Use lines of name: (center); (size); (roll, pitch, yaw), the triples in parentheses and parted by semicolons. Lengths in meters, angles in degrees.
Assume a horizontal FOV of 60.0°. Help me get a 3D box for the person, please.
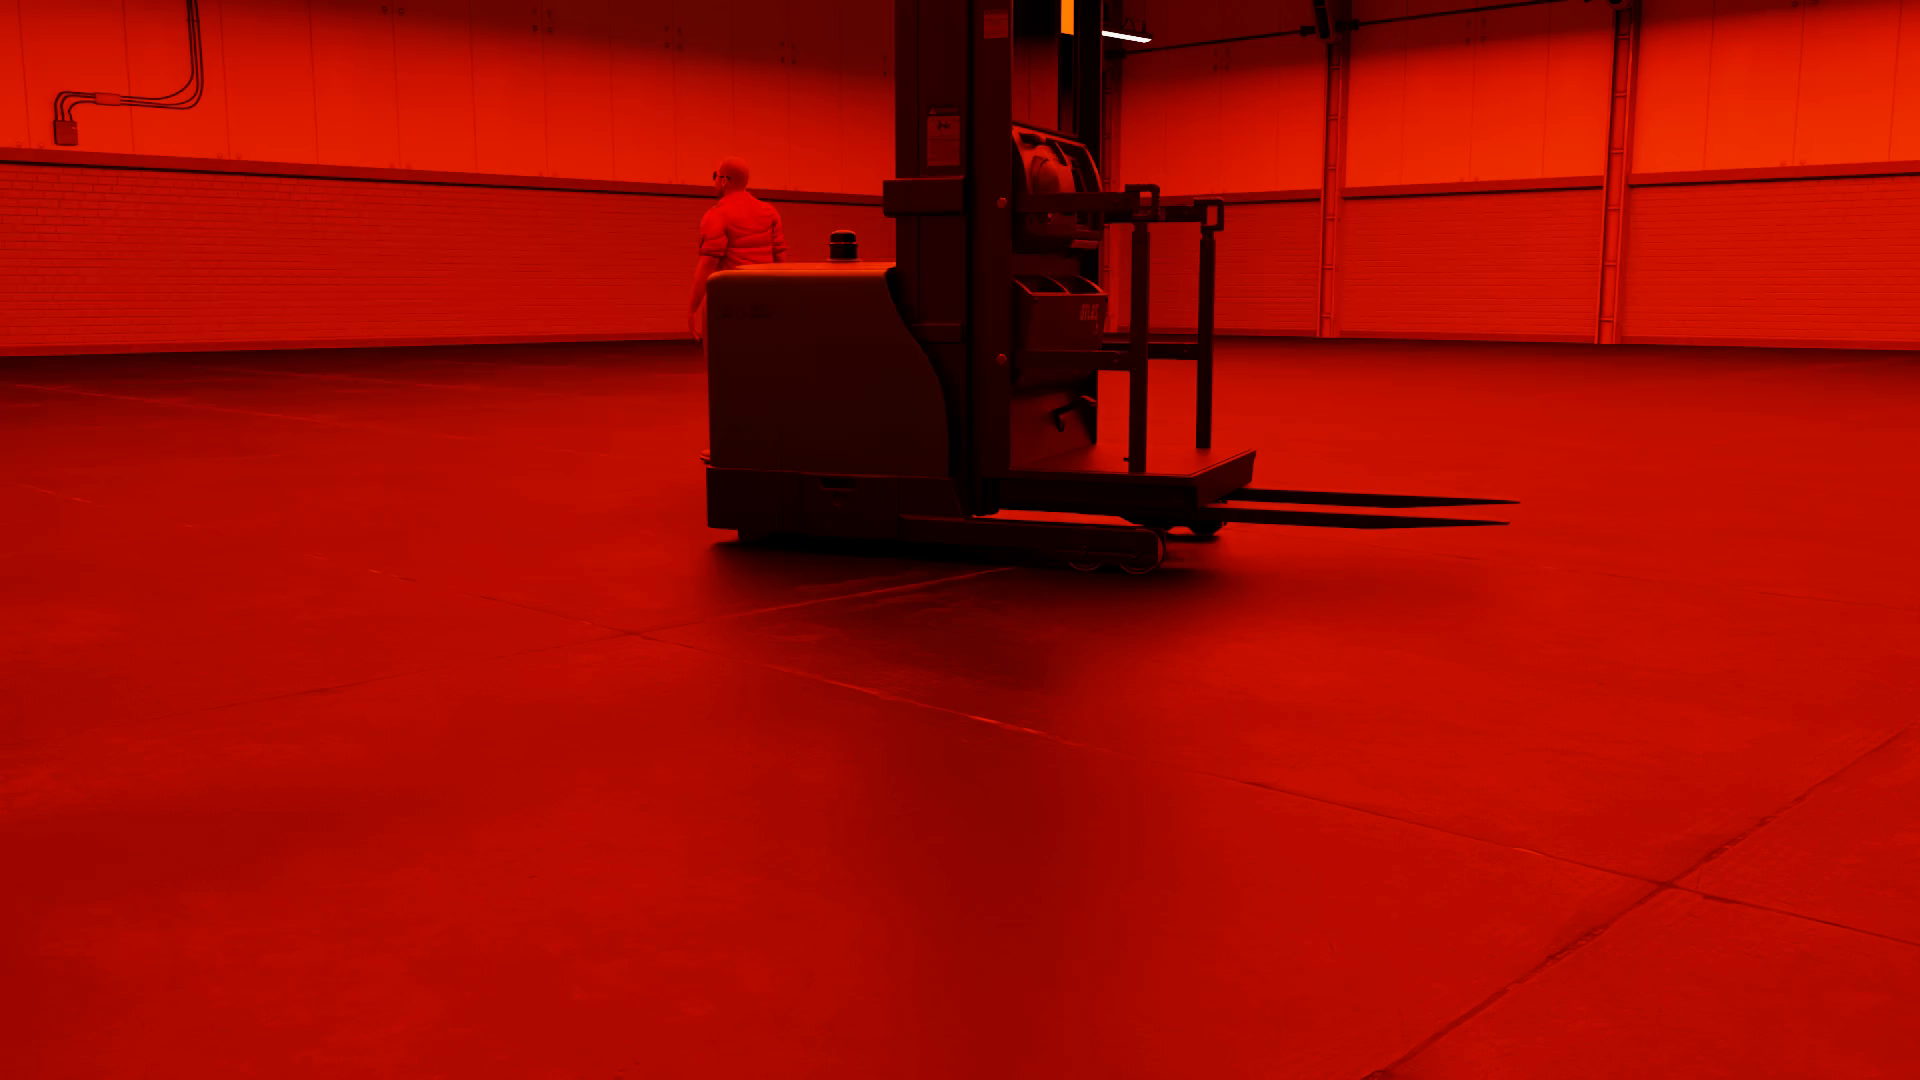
person: (-1.342, -1.313, 9.584); (0.551, 1.727, 0.640); (8, 12, 44)

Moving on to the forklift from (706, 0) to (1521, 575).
forklift: (0.565, -1.416, 6.275); (3.031, 2.935, 1.130); (3, 9, 22)
